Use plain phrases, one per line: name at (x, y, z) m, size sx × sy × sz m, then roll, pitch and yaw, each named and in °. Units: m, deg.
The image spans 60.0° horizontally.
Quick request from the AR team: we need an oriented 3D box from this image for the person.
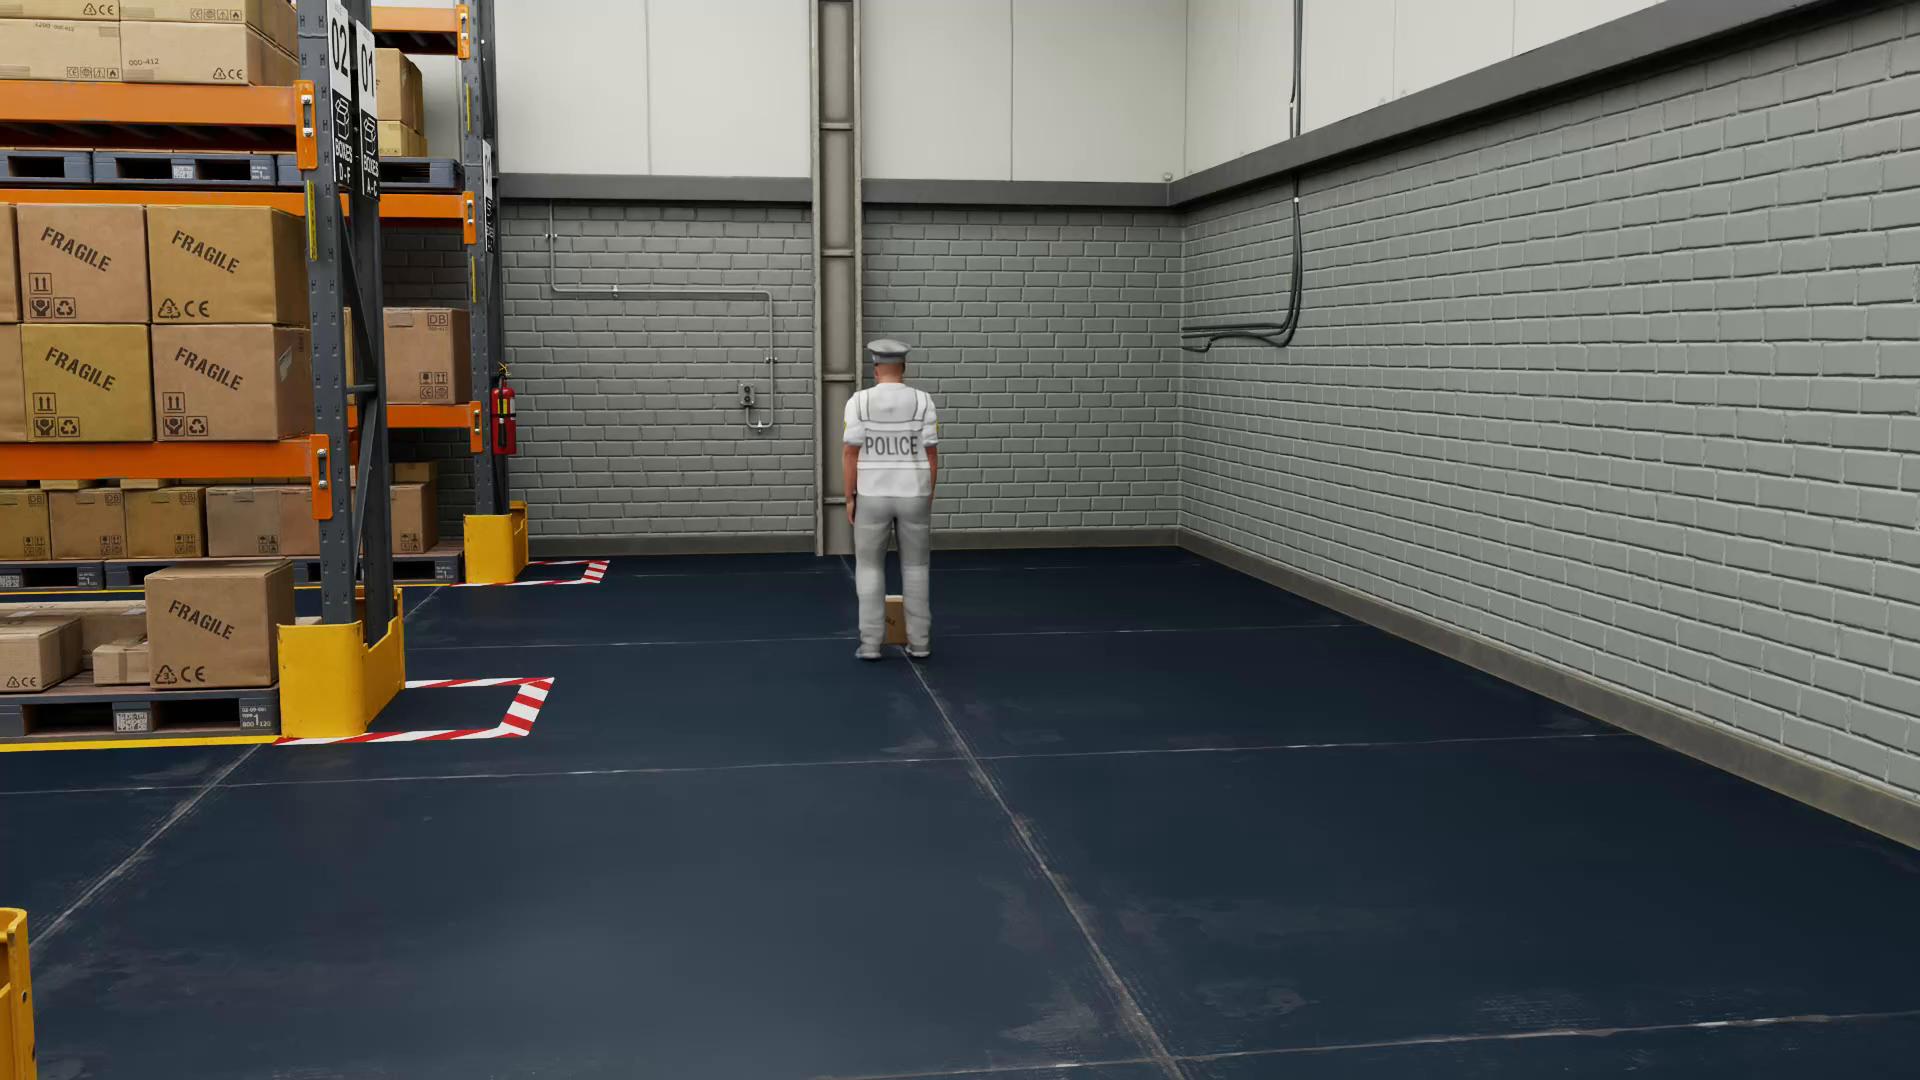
person at (-0.389, -0.219, 9.181) m, size 0.527 × 1.769 × 0.392 m, roll -1°, pitch 6°, yaw -7°
